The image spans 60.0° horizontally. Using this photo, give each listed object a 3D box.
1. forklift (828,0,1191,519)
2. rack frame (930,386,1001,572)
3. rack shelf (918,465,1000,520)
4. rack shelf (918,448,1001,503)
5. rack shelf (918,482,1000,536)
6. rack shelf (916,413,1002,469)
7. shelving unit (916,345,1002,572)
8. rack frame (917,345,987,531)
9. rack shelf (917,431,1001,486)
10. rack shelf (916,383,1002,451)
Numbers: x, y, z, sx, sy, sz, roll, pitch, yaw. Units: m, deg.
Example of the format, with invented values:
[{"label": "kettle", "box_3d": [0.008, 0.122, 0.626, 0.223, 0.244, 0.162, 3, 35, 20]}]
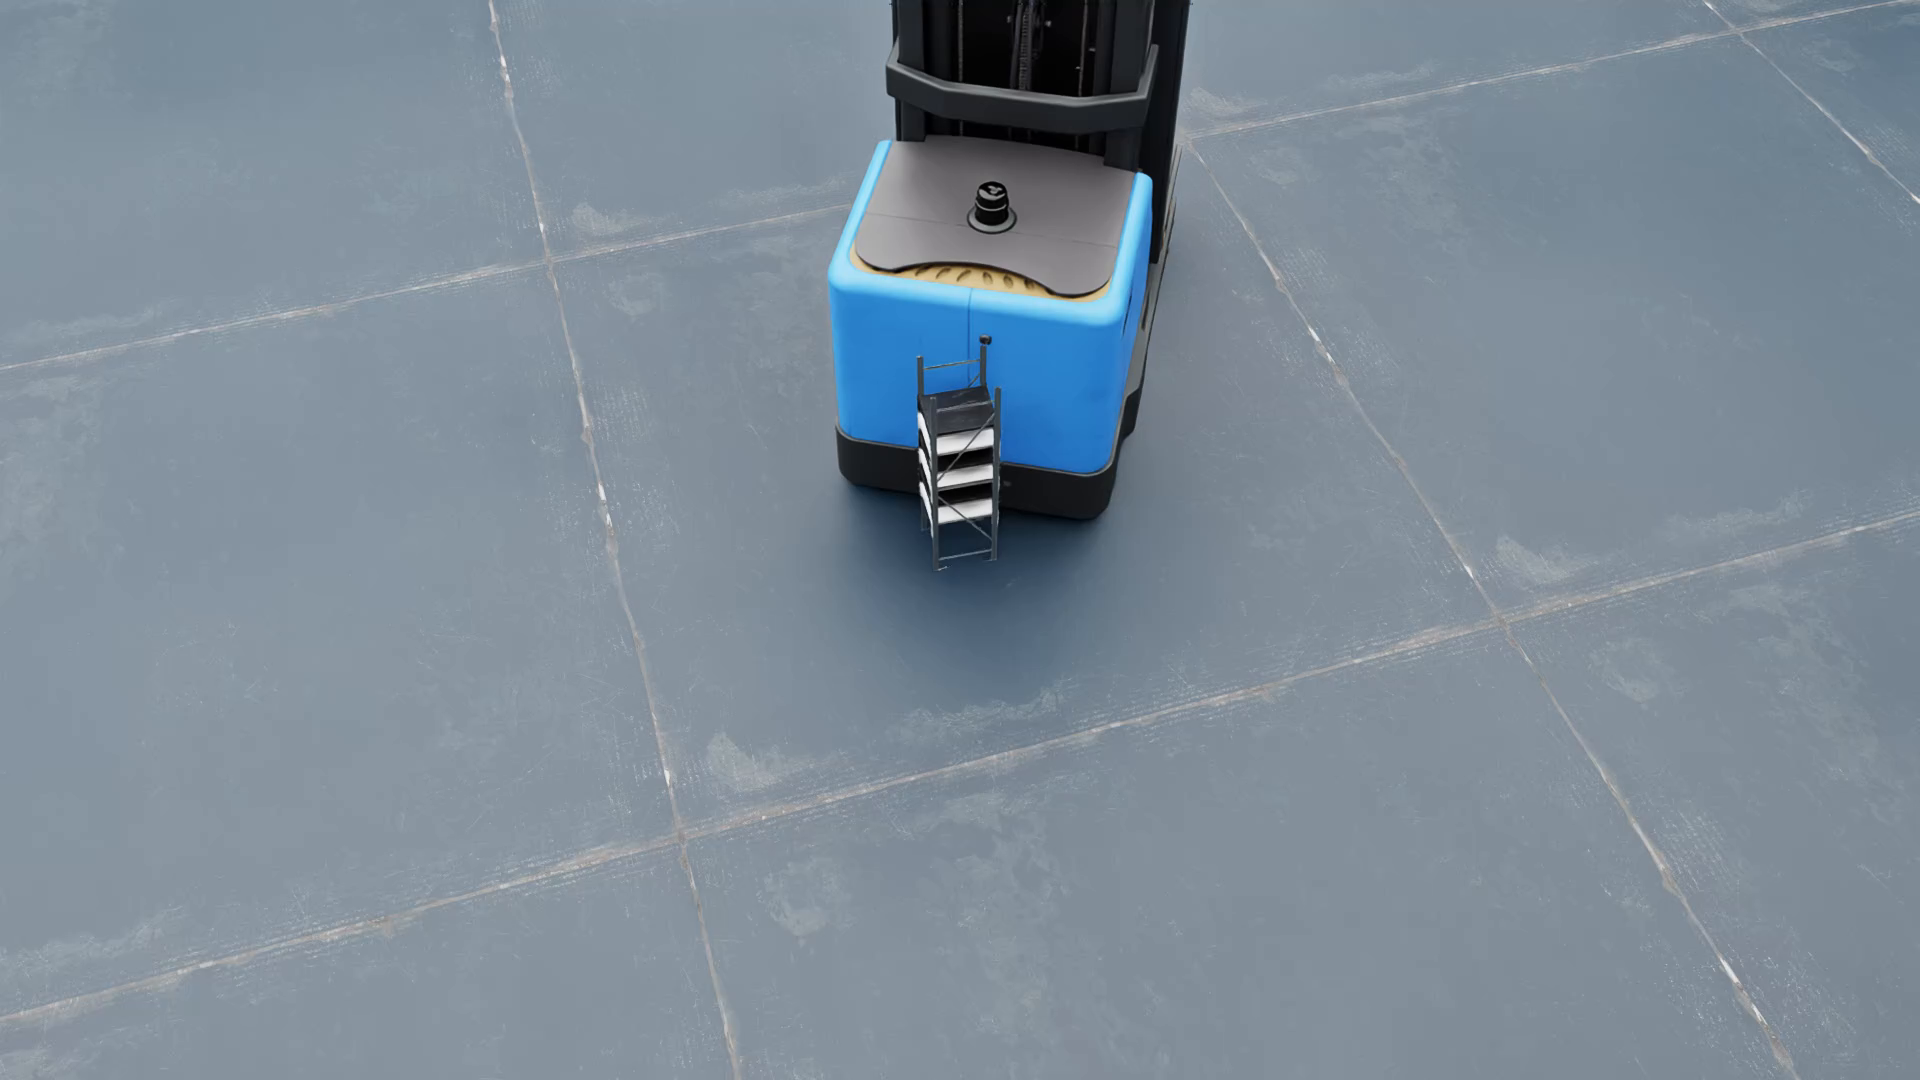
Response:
[{"label": "forklift", "box_3d": [0.340, -2.177, 6.168, 1.130, 2.935, 3.031, 9, 50, 8]}, {"label": "rack frame", "box_3d": [0.019, -0.196, 5.826, 0.240, 0.900, 0.006, -10, 51, -8]}, {"label": "rack shelf", "box_3d": [-0.004, -0.192, 5.984, 0.258, 0.077, 0.200, -10, 51, -8]}, {"label": "rack shelf", "box_3d": [-0.004, -0.250, 5.916, 0.258, 0.077, 0.200, -10, 51, -8]}, {"label": "rack shelf", "box_3d": [-0.004, -0.134, 6.053, 0.258, 0.077, 0.200, -10, 51, -8]}, {"label": "rack shelf", "box_3d": [-0.004, -0.366, 5.778, 0.258, 0.077, 0.200, -10, 51, -8]}, {"label": "shelving unit", "box_3d": [-0.004, -0.271, 5.890, 0.258, 0.900, 0.210, -10, 51, -8]}, {"label": "rack frame", "box_3d": [-0.027, -0.347, 5.954, 0.240, 0.900, 0.006, -10, 51, -8]}, {"label": "rack shelf", "box_3d": [-0.004, -0.308, 5.847, 0.258, 0.077, 0.200, -10, 51, -8]}, {"label": "rack shelf", "box_3d": [-0.004, -0.424, 5.709, 0.258, 0.077, 0.200, -10, 51, -8]}]
